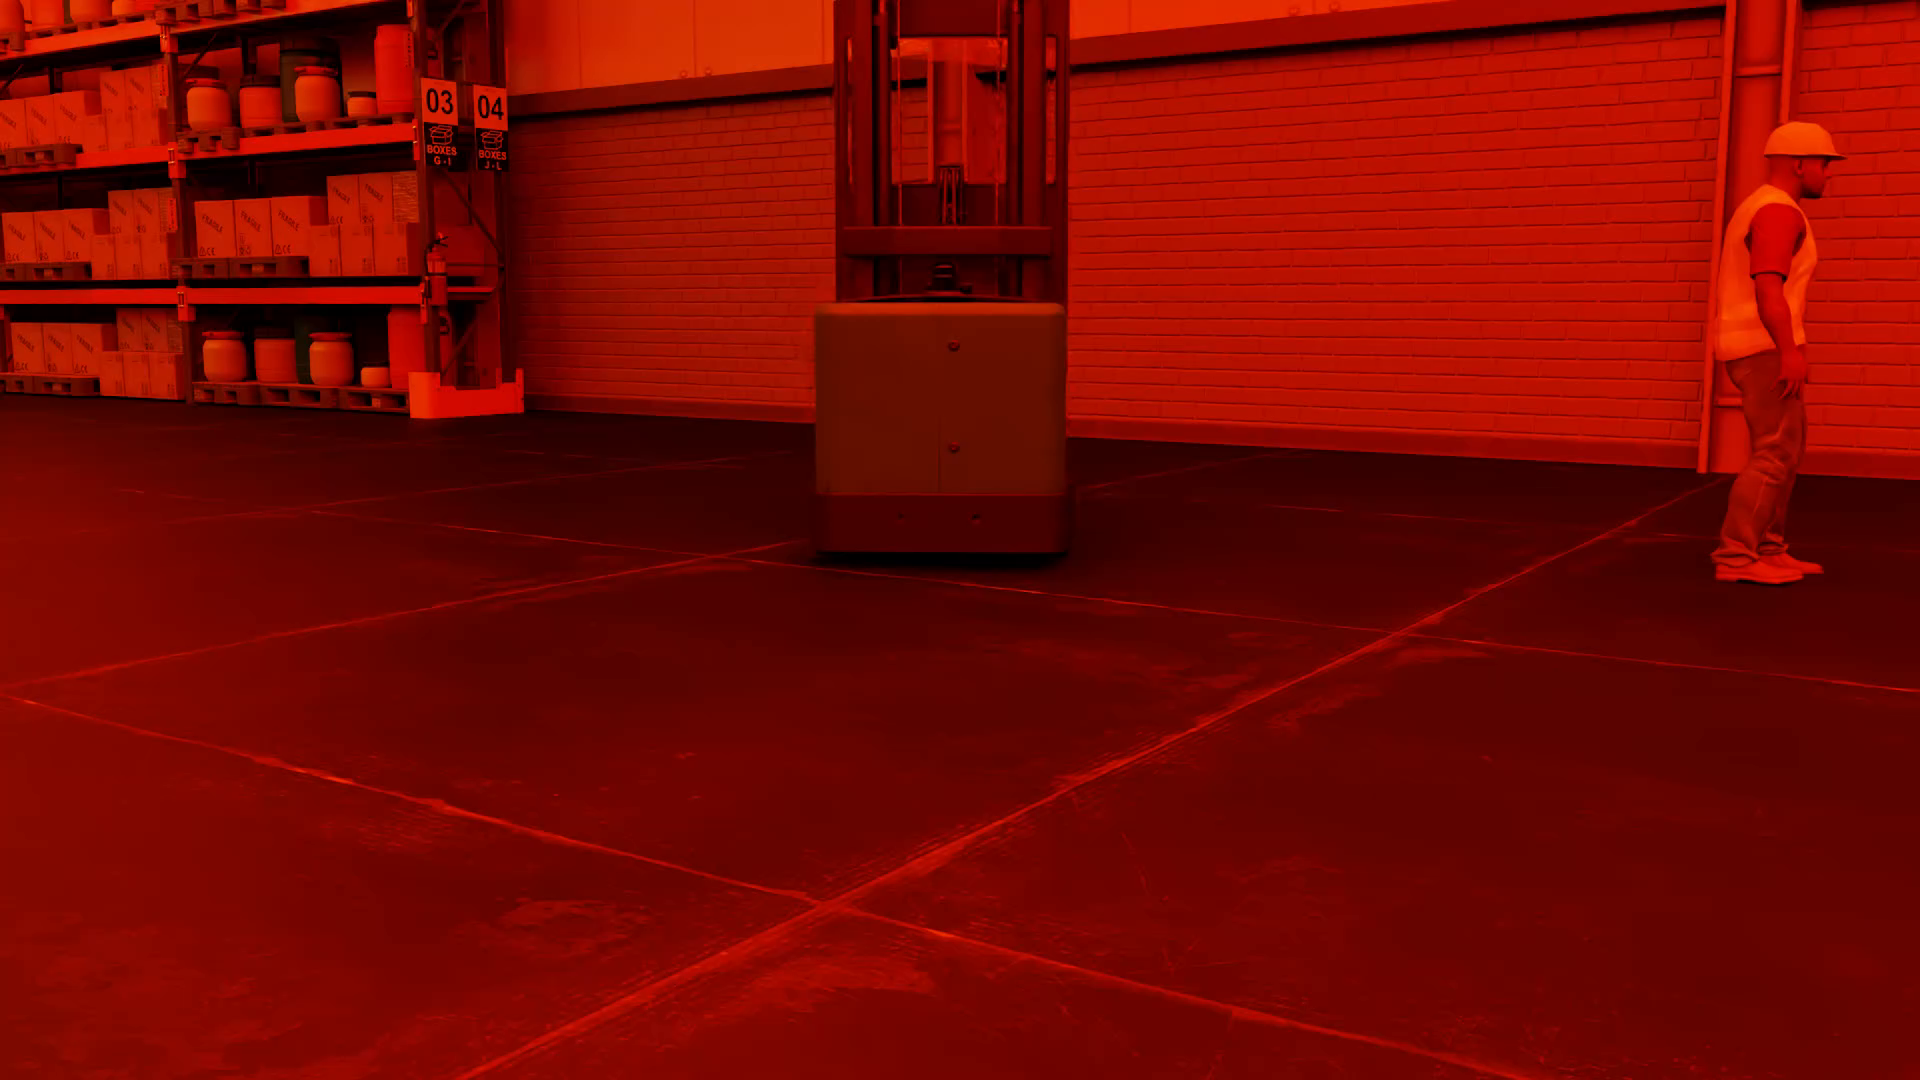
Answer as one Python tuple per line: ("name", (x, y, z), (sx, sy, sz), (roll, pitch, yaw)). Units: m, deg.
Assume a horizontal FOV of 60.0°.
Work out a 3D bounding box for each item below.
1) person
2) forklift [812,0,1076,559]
("person", (3.170, -0.710, 6.433), (0.470, 1.772, 0.646), (3, 9, 20))
("forklift", (-0.029, -1.541, 8.032), (1.130, 2.935, 3.031), (0, 8, 2))
